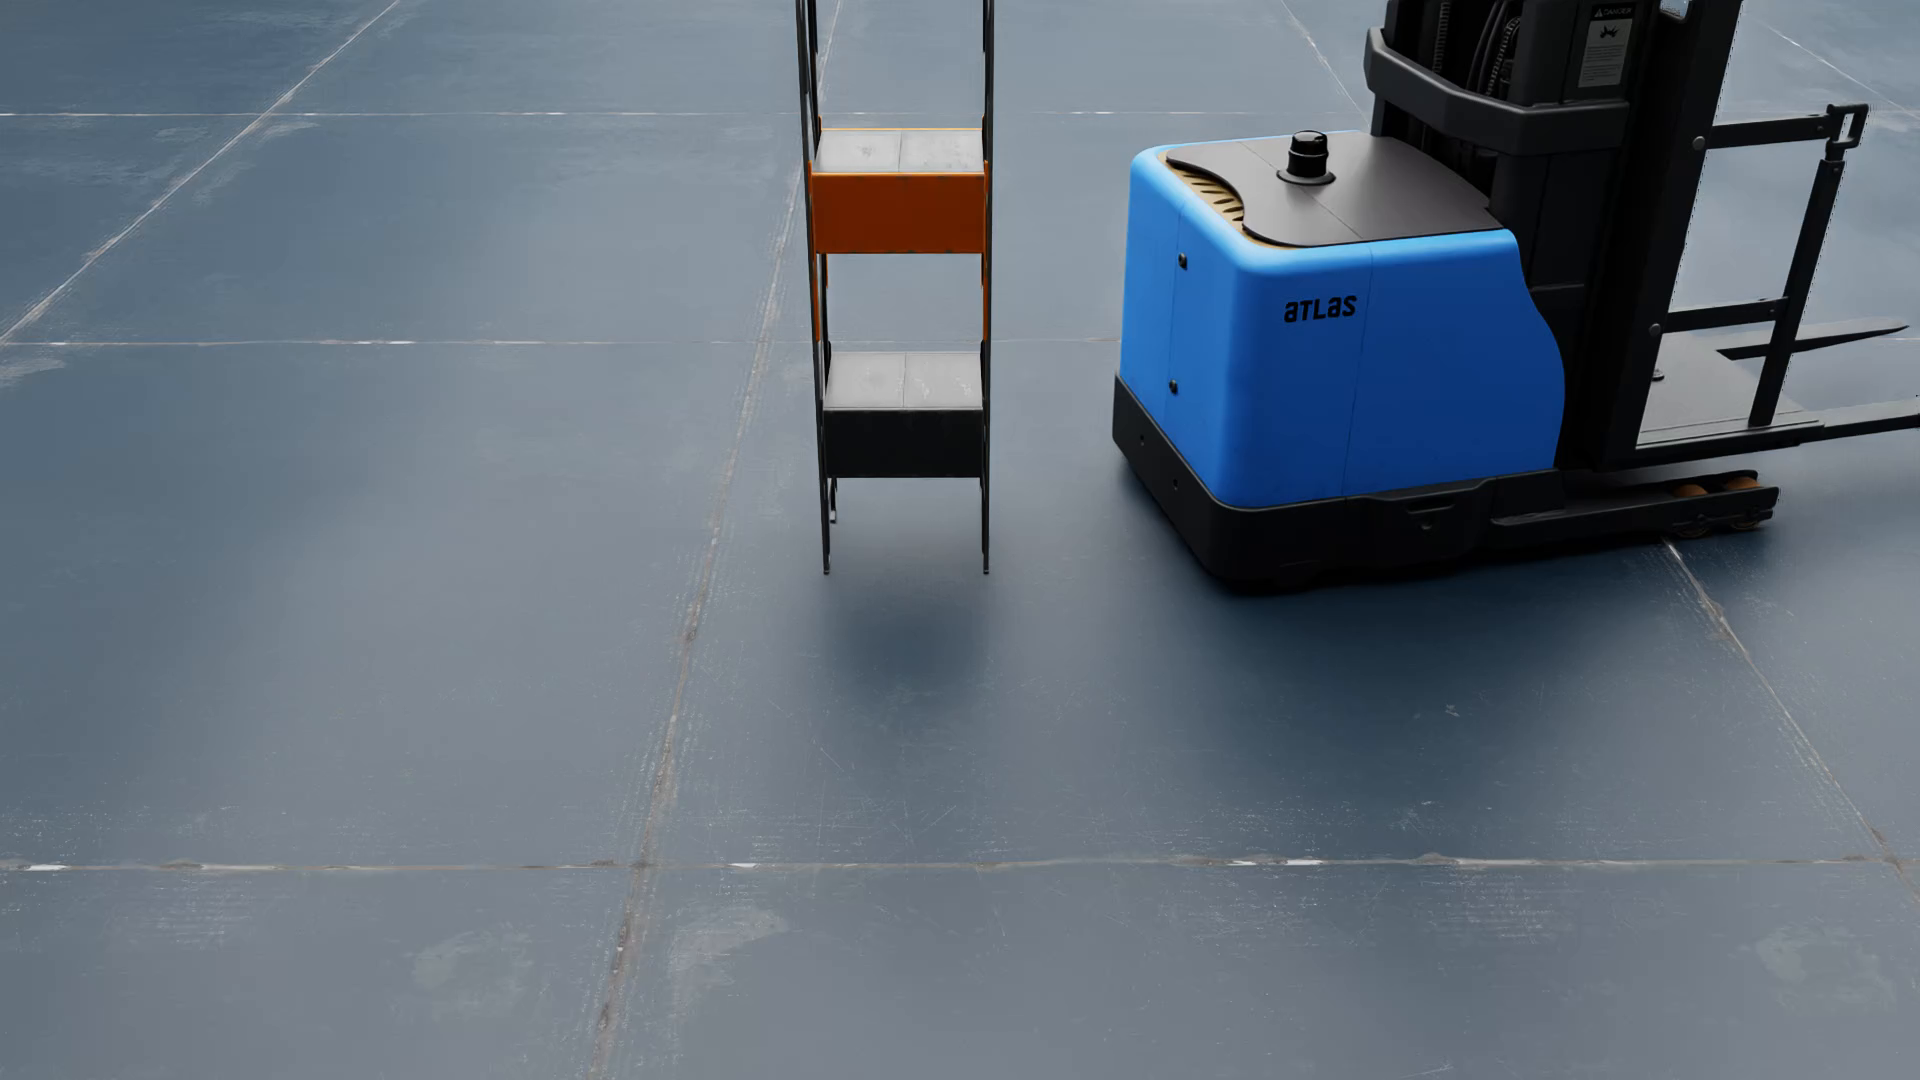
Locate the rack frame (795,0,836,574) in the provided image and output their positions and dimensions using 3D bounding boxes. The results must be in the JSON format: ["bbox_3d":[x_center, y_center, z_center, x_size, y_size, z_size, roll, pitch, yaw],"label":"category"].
[{"bbox_3d":[-0.410,-0.896,4.703,0.015,2.100,0.400,0,31,0],"label":"rack frame"}]

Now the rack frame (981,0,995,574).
[{"bbox_3d":[0.078,-0.898,4.706,0.015,2.100,0.400,0,31,0],"label":"rack frame"}]

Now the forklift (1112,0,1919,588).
[{"bbox_3d":[2.094,-1.517,4.925,3.031,2.935,1.130,-8,32,-12],"label":"forklift"}]

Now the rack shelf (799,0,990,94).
[{"bbox_3d":[-0.166,-1.484,4.348,0.480,0.518,0.431,0,31,0],"label":"rack shelf"}]

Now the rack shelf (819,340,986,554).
[{"bbox_3d":[-0.166,-0.287,5.075,0.480,0.518,0.431,0,31,0],"label":"rack shelf"}]

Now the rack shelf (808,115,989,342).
[{"bbox_3d":[-0.166,-0.886,4.712,0.480,0.518,0.431,0,31,0],"label":"rack shelf"}]

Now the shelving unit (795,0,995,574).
[{"bbox_3d":[-0.166,-0.897,4.704,0.503,2.100,0.431,0,31,0],"label":"shelving unit"}]
